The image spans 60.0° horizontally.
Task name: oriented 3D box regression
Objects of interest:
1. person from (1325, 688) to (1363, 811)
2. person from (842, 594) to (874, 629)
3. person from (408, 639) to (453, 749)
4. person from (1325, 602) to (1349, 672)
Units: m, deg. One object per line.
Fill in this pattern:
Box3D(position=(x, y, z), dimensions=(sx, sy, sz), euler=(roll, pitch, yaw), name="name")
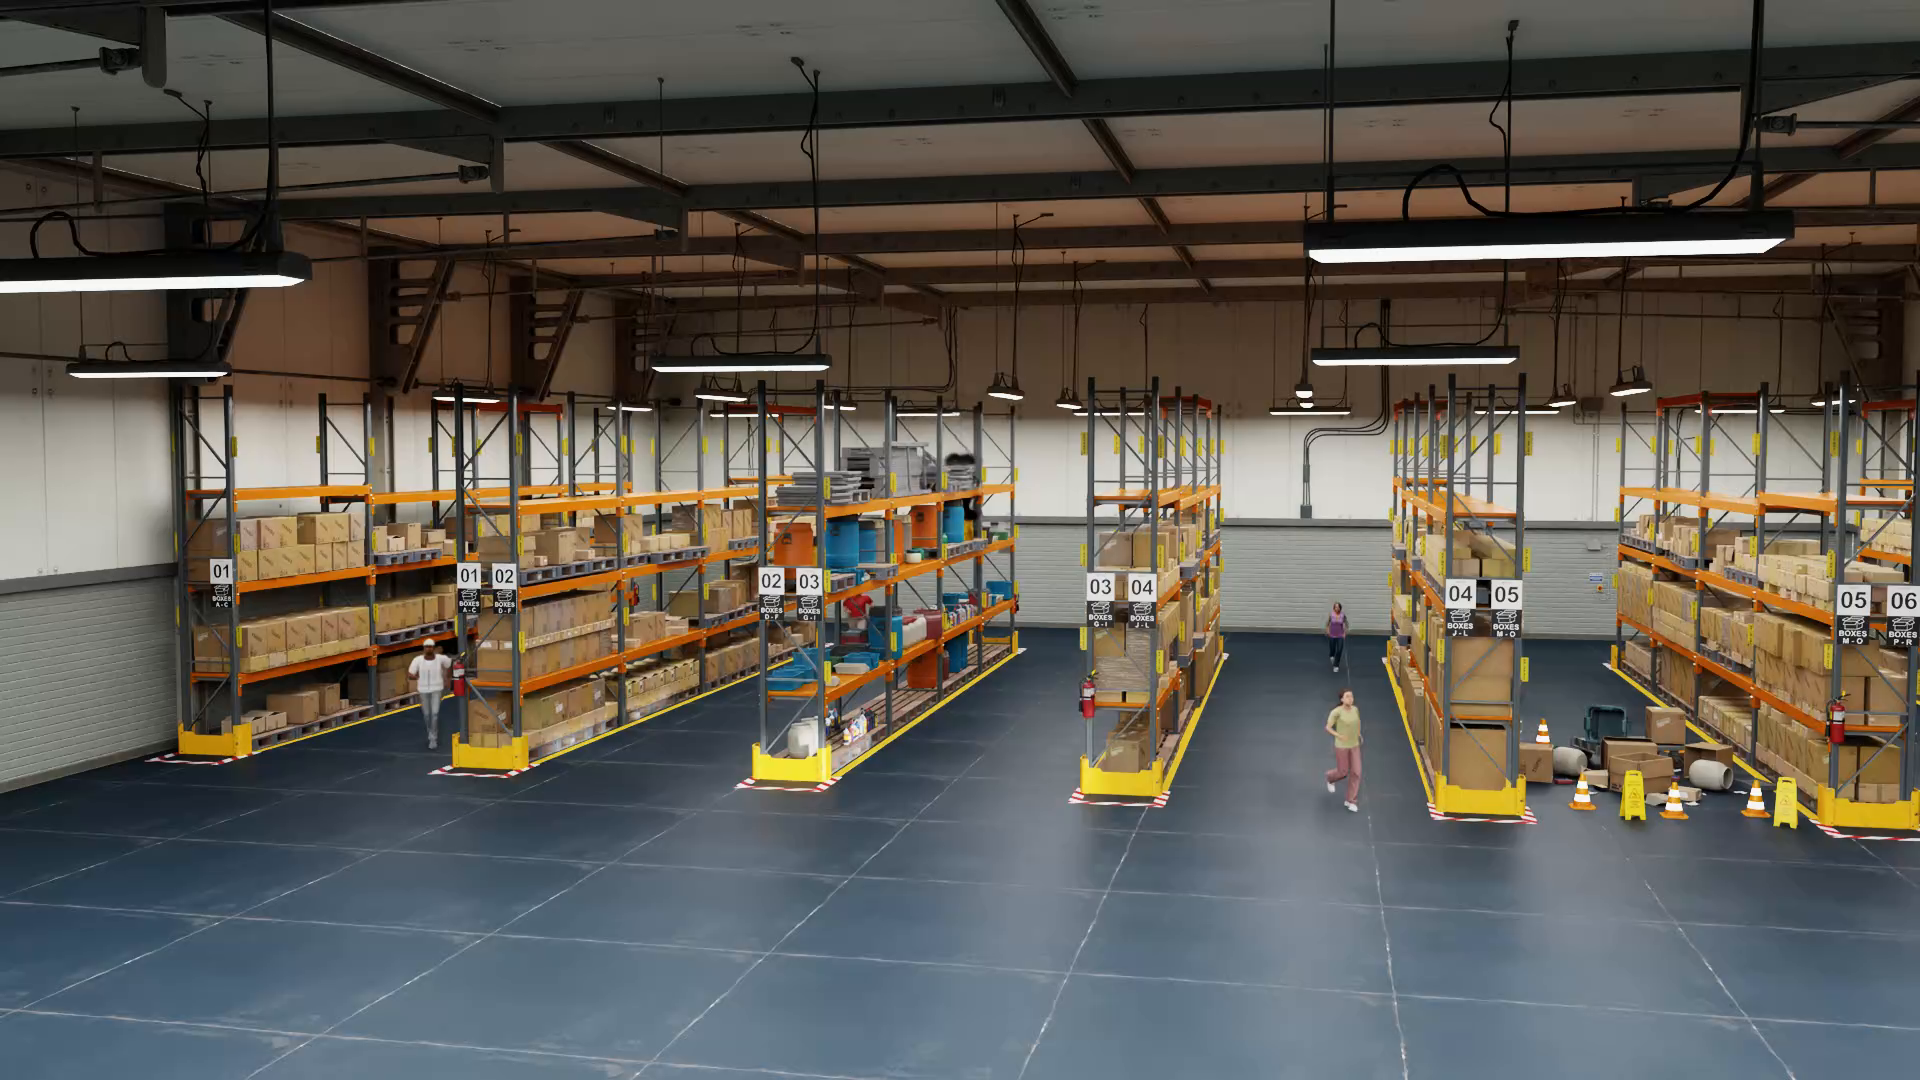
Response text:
Box3D(position=(5.376, 2.895, 23.224), dimensions=(0.588, 1.672, 0.820), euler=(-1, 3, -17), name="person")
Box3D(position=(-2.261, 1.854, 36.479), dimensions=(0.651, 1.780, 0.724), euler=(1, 3, 10), name="person")
Box3D(position=(-8.868, 2.539, 27.819), dimensions=(0.694, 1.785, 0.925), euler=(0, 3, -9), name="person")
Box3D(position=(8.432, 2.157, 37.205), dimensions=(0.524, 1.558, 0.598), euler=(1, 3, 11), name="person")
